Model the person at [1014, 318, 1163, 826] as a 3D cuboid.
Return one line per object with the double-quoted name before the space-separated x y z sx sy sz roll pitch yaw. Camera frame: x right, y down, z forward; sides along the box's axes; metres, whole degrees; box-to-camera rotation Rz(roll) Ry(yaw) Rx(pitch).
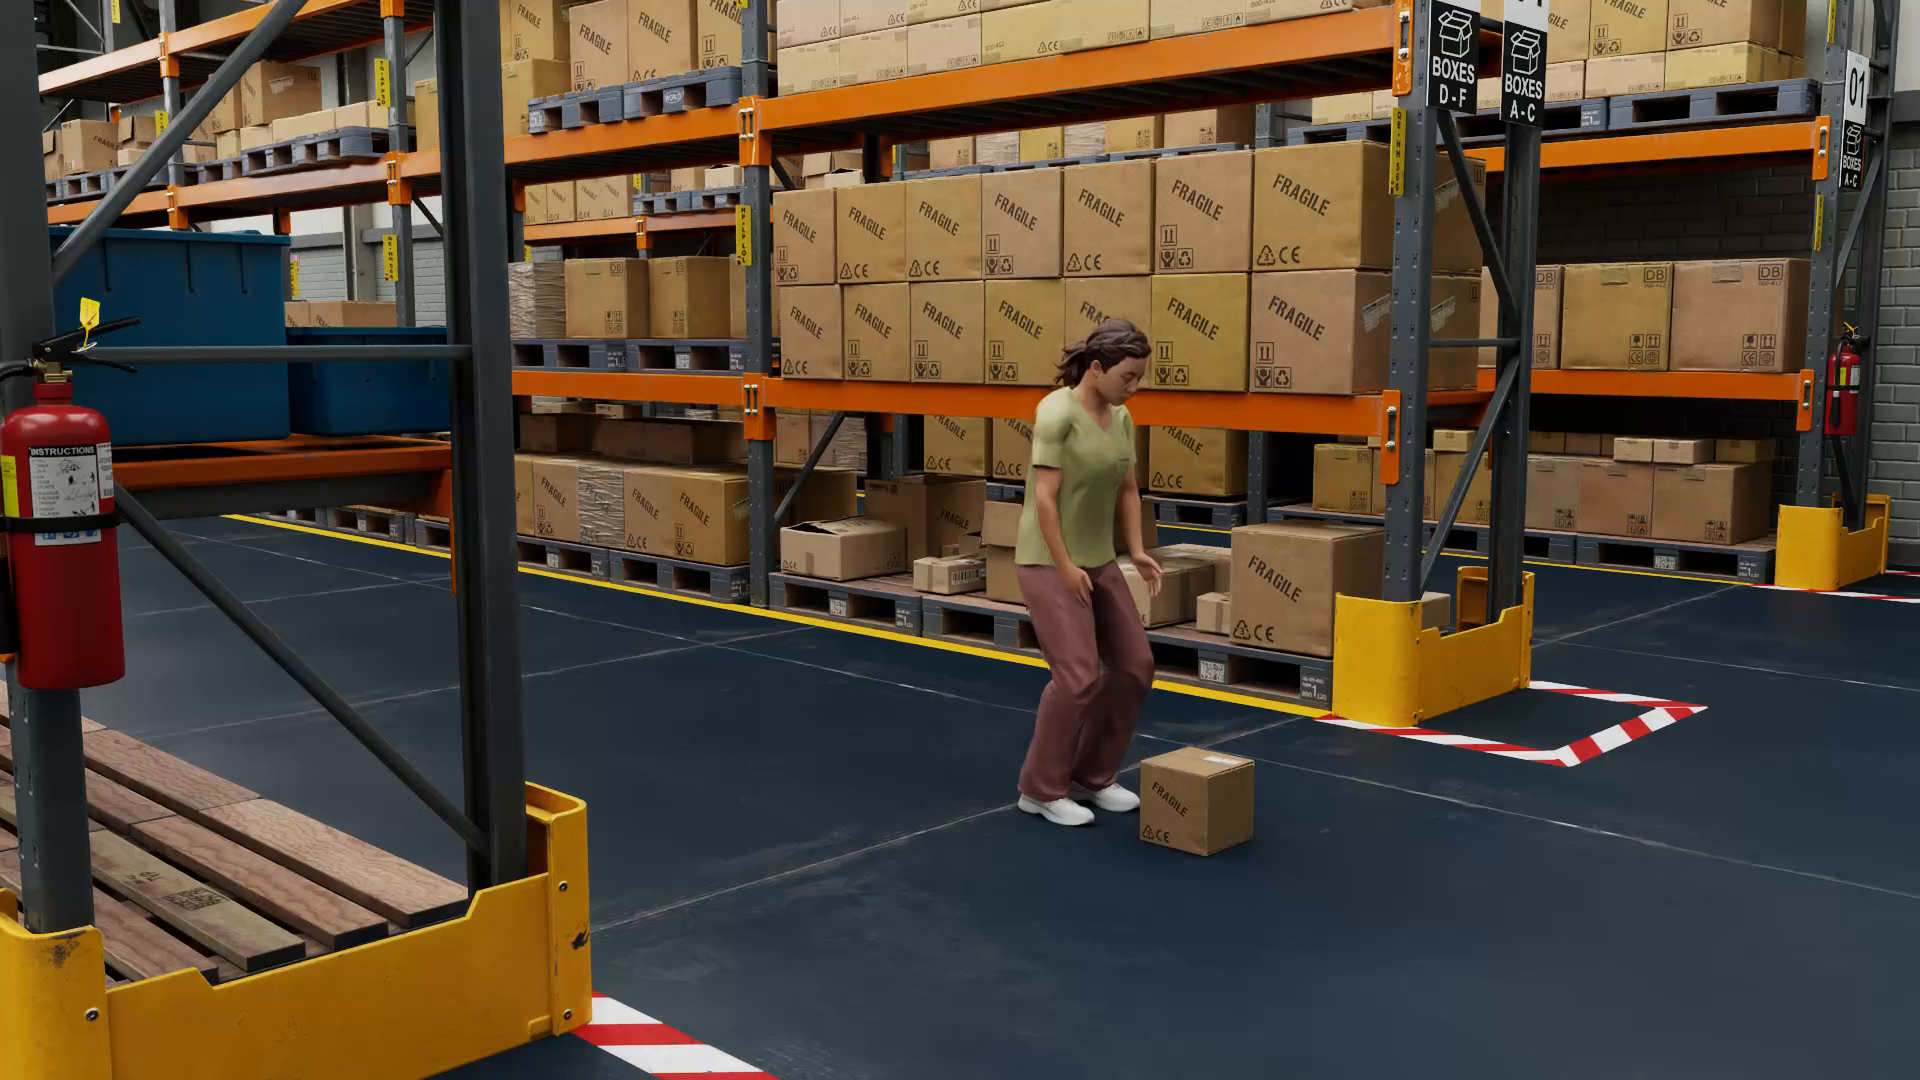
"person" 0.417 0.093 5.352 0.478 1.603 0.426 -7 10 -44
